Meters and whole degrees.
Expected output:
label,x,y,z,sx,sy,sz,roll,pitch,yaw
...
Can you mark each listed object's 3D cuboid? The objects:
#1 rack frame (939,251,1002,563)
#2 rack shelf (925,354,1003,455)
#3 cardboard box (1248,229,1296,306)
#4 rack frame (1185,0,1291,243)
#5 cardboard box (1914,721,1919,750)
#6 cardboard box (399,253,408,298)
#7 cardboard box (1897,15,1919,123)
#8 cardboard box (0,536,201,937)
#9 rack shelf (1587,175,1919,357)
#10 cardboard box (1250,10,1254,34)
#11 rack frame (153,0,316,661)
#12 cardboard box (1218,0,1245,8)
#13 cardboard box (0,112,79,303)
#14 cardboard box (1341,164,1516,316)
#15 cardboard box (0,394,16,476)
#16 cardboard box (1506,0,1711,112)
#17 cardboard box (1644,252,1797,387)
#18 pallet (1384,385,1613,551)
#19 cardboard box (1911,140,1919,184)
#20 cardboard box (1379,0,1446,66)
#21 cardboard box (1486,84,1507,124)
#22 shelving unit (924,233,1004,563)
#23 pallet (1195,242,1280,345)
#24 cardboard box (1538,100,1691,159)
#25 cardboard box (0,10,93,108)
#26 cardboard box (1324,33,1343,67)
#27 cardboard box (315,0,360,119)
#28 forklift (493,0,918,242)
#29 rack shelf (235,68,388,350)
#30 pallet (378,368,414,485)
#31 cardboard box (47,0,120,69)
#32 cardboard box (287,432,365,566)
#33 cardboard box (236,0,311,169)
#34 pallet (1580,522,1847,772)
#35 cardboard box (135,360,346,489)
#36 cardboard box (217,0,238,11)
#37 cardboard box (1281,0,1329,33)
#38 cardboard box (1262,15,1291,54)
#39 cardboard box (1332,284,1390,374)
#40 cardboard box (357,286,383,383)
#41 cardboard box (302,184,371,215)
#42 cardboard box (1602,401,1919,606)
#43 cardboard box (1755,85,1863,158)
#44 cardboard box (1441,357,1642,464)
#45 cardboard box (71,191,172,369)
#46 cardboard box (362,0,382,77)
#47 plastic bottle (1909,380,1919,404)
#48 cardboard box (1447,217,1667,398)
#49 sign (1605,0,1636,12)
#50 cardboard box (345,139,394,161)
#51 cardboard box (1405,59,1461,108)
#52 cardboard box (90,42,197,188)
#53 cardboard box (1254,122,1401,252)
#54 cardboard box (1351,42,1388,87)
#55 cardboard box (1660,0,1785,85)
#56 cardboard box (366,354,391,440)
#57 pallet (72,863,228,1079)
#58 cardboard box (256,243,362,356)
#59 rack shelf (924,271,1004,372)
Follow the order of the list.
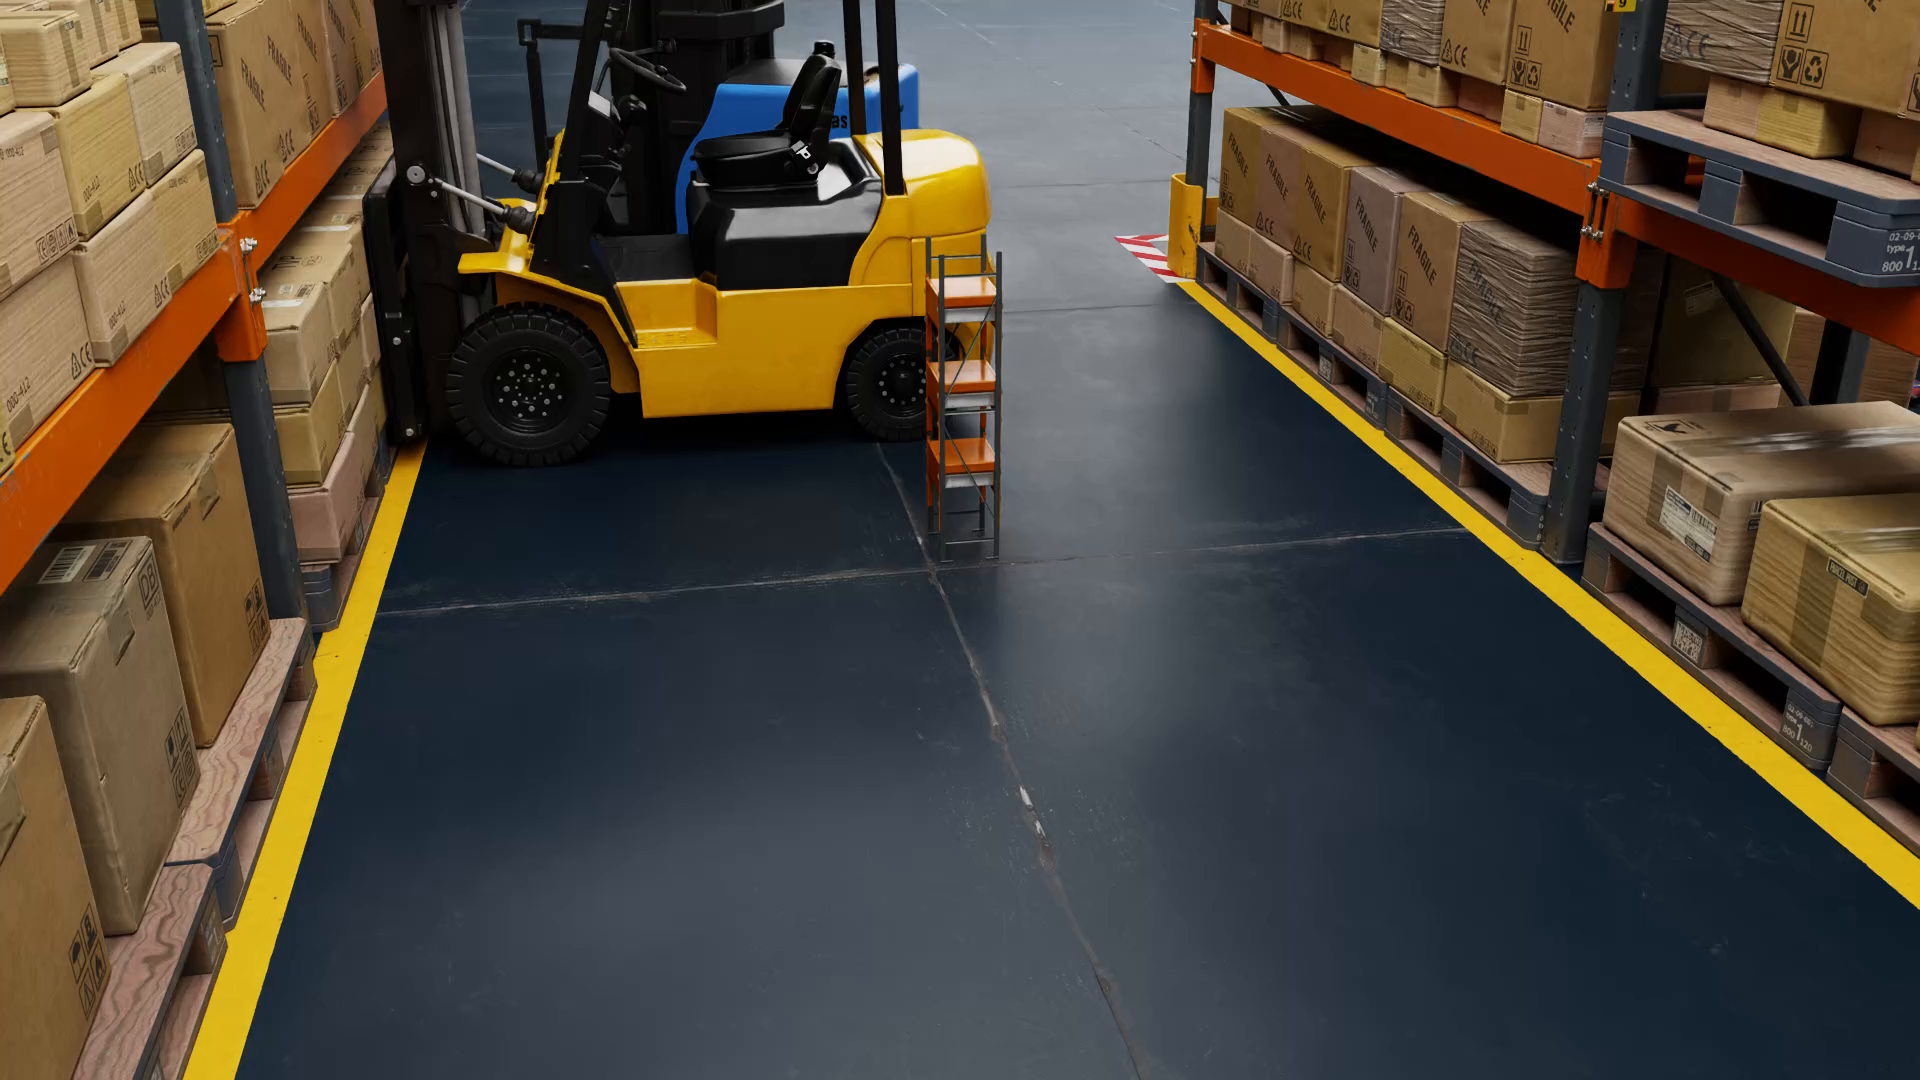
label,x,y,z,sx,sy,sz,roll,pitch,yaw
rack frame,0.032,-0.412,5.382,0.200,1.050,0.008,-4,24,-10
rack shelf,0.010,-0.450,5.496,0.215,0.259,0.240,-4,24,-10
cardboard box,1.694,-1.312,7.916,0.500,0.250,0.500,-3,24,-8
rack frame,1.730,-2.918,8.684,1.000,3.000,0.127,-4,24,-10
cardboard box,2.836,0.429,3.779,0.950,0.372,0.625,-4,24,-8
cardboard box,-2.552,-1.143,6.906,0.500,0.250,0.500,-5,24,-11
cardboard box,2.446,-1.121,3.549,0.500,0.500,0.500,-4,24,-10
cardboard box,-2.164,0.430,3.460,0.875,0.625,0.625,-5,24,-10
rack shelf,2.839,-0.229,3.425,1.077,0.370,4.000,-4,24,-10
cardboard box,1.650,-2.556,8.168,0.380,0.149,0.250,-4,24,-9
rack frame,-2.408,-0.976,4.237,1.000,3.000,0.127,-4,24,-10
cardboard box,1.545,-2.894,8.131,0.500,0.500,0.500,-5,24,-11
cardboard box,-1.875,-0.559,2.845,0.500,0.250,0.500,-4,24,-9
cardboard box,1.905,-1.234,6.802,0.500,0.500,0.500,-3,24,-7
cardboard box,-1.794,-0.131,2.490,0.500,0.250,0.500,-4,24,-8
cardboard box,2.143,-1.683,5.360,0.500,0.500,0.500,-5,24,-11
cardboard box,2.626,-0.873,5.975,0.500,0.500,0.500,-3,24,-7
pallet,2.311,-0.329,6.239,1.003,0.211,1.213,-4,24,-10
cardboard box,2.433,-0.873,3.789,0.380,0.149,0.250,-4,24,-9
cardboard box,1.941,-2.089,6.289,0.500,0.500,0.500,-4,24,-8
cardboard box,2.086,-1.540,5.842,0.380,0.149,0.250,-4,24,-9
shelving unit,0.010,-0.460,5.492,0.215,1.050,0.252,-4,24,-10
pallet,1.859,-1.288,8.436,1.003,0.211,1.213,-4,24,-10
cardboard box,2.111,-1.334,5.370,0.380,0.149,0.250,-5,24,-10
cardboard box,-1.888,-0.907,3.144,0.380,0.149,0.250,-5,24,-11
cardboard box,1.810,-2.144,7.224,0.380,0.149,0.250,-3,24,-8
cardboard box,-2.513,-1.818,6.040,0.500,0.500,0.500,-4,24,-9
forklift,-1.786,-2.869,8.657,3.031,2.935,1.130,5,24,12
rack shelf,-2.778,-1.433,6.182,1.077,0.370,4.000,-4,24,-10
pallet,-2.743,-0.495,6.620,1.003,0.211,1.213,-4,24,-10
cardboard box,-2.061,-1.101,3.588,0.380,0.149,0.250,-5,24,-11
cardboard box,-2.172,-0.123,5.195,0.500,0.250,0.500,-4,24,-9
cardboard box,-2.346,-1.419,5.127,0.500,0.500,0.500,-4,24,-9
pallet,2.615,0.239,4.939,1.003,0.211,1.213,-4,24,-10
cardboard box,-2.194,-0.351,5.091,0.500,0.250,0.500,-4,24,-10
cardboard box,-2.258,-1.566,4.652,0.380,0.149,0.250,-4,24,-9
cardboard box,1.739,-2.490,7.206,0.500,0.500,0.500,-5,24,-11
cardboard box,1.621,-2.342,7.680,0.380,0.149,0.250,-4,24,-9
cardboard box,1.898,-0.899,6.972,0.500,0.250,0.500,-4,24,-9
cardboard box,-2.371,-0.747,5.999,0.500,0.250,0.500,-5,24,-10
cardboard box,-2.466,-1.184,6.375,0.500,0.250,0.500,-5,24,-11
cardboard box,2.569,-0.127,5.052,0.950,0.372,0.625,-4,24,-9
cardboard box,2.299,-1.083,4.270,0.380,0.149,0.250,-4,24,-9
cardboard box,2.096,-0.490,6.035,0.500,0.250,0.500,-3,24,-7
cardboard box,-1.959,-0.531,3.406,0.500,0.250,0.500,-4,24,-10
cardboard box,-2.712,-2.216,6.952,0.500,0.500,0.500,-4,24,-8
plastic bottle,4.074,-0.645,7.150,0.133,0.061,0.283,0,24,-1
cardboard box,2.096,-0.834,5.885,0.500,0.500,0.500,-5,24,-10
sign,1.938,-1.699,4.810,0.100,0.325,0.005,-4,24,-10
cardboard box,-2.656,-1.582,7.285,0.500,0.250,0.500,-4,24,-9
cardboard box,1.920,-1.733,6.284,0.380,0.149,0.250,-5,24,-11
cardboard box,-2.066,-0.962,3.768,0.500,0.250,0.500,-5,24,-11
cardboard box,1.713,-1.642,7.736,0.500,0.500,0.500,-5,24,-12
cardboard box,1.818,-1.934,6.745,0.380,0.149,0.250,-4,24,-9
cardboard box,2.274,-1.514,4.447,0.500,0.500,0.500,-4,24,-8
cardboard box,-2.391,-0.523,6.110,0.500,0.250,0.500,-4,24,-9
pallet,-2.004,1.069,3.037,1.003,0.211,1.213,-4,24,-10
cardboard box,-2.273,-0.782,5.455,0.500,0.250,0.500,-4,24,-10
rack shelf,0.010,-0.710,5.382,0.215,0.259,0.240,-4,24,-10
